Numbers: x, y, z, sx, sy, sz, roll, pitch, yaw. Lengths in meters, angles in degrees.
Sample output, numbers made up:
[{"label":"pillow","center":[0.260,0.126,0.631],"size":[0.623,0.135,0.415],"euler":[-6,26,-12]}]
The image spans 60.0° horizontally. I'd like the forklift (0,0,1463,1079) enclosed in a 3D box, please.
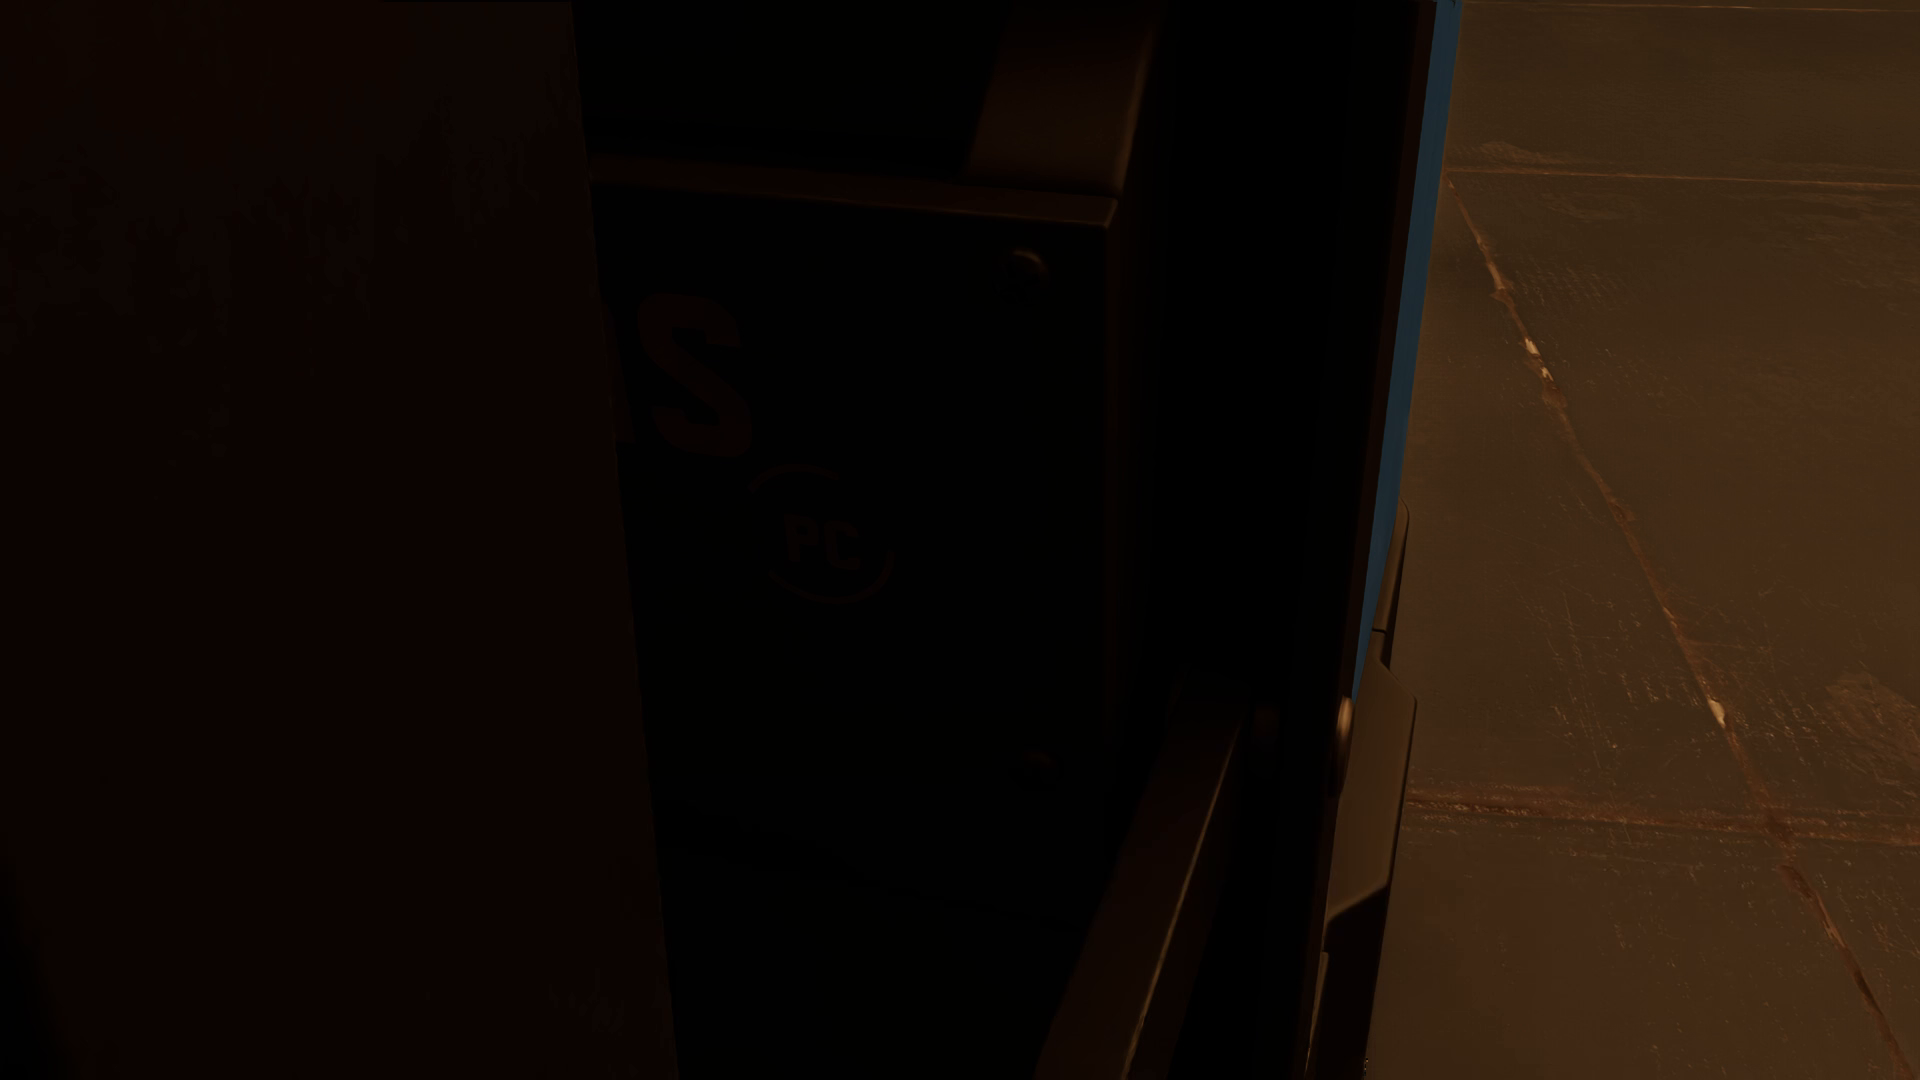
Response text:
[{"label":"forklift","center":[-0.438,-0.535,0.288],"size":[1.130,2.935,3.031],"euler":[8,28,16]}]
